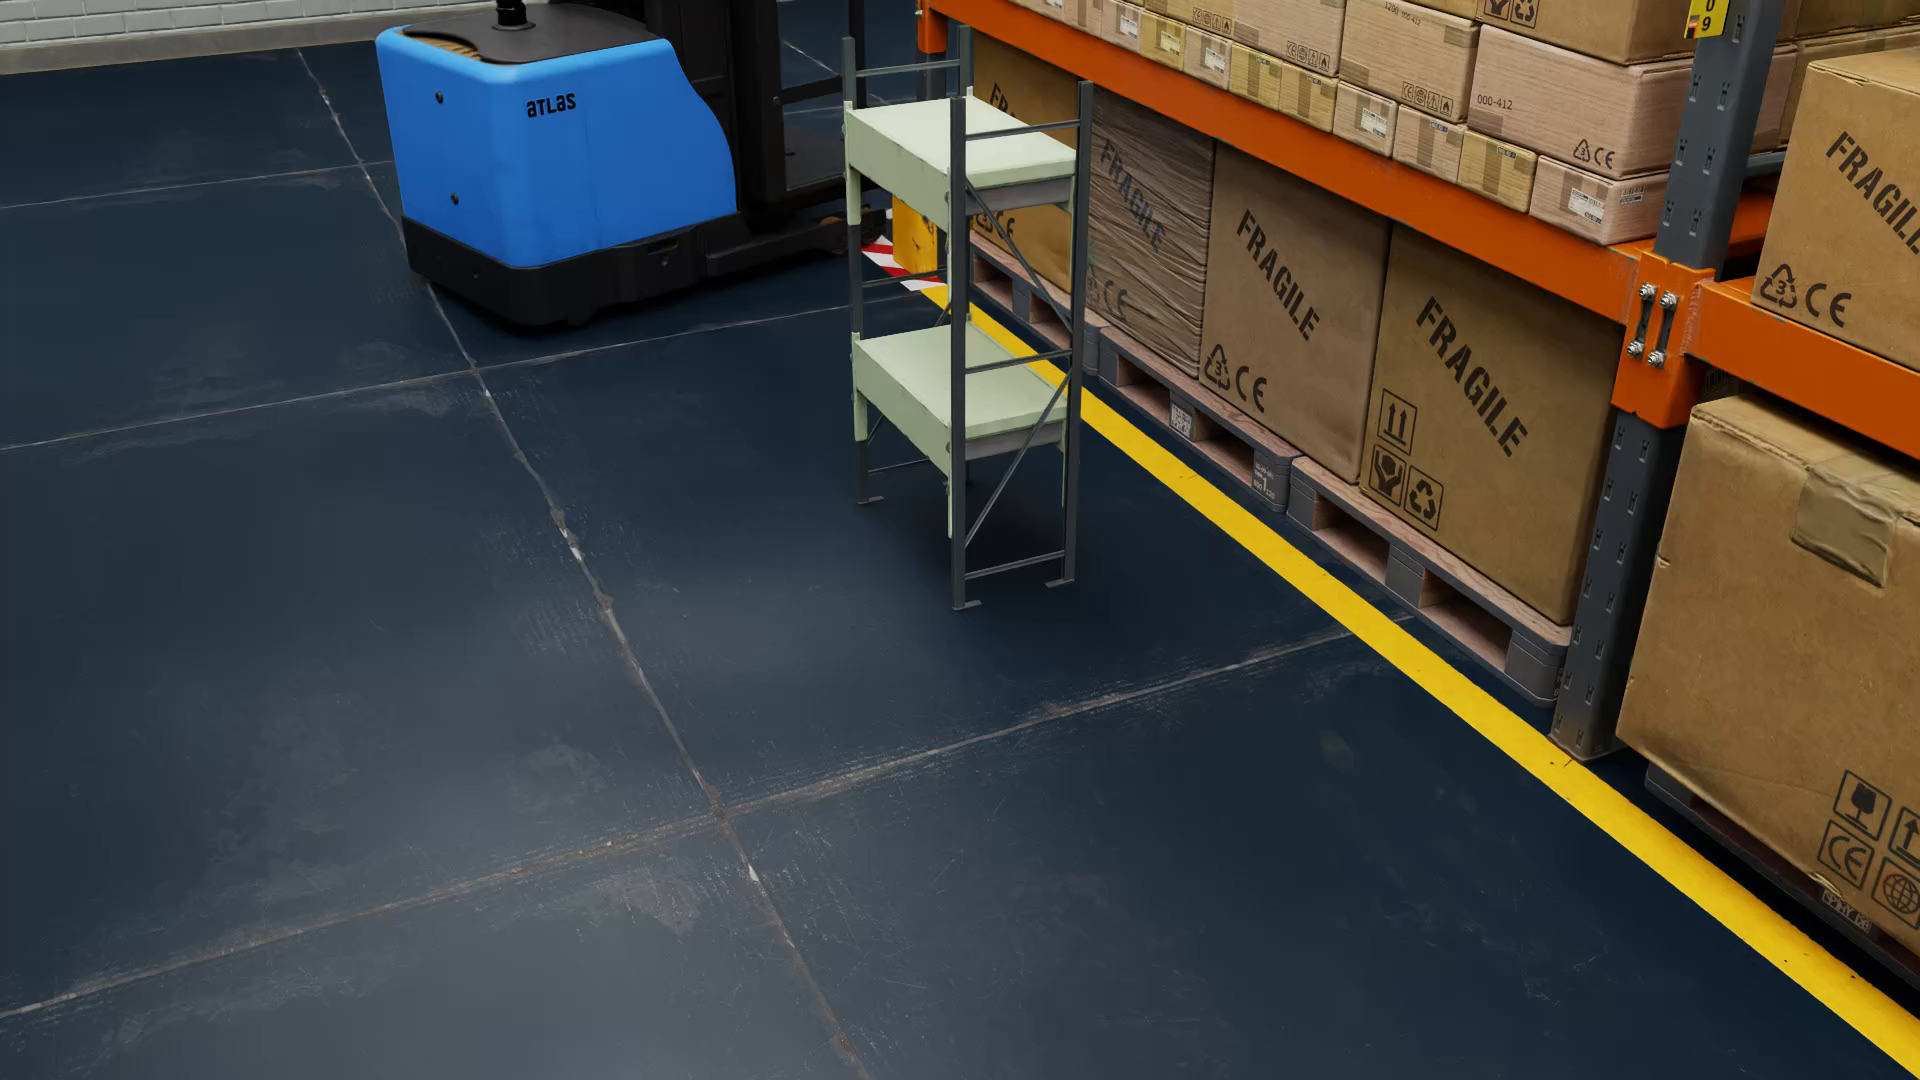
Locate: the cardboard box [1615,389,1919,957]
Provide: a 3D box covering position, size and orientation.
[{"bbox_3d":[2.298,0.155,3.649,1.225,0.875,0.875,-13,32,-22],"label":"cardboard box"}]

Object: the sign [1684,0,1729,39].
[{"bbox_3d":[1.504,-1.162,3.289,0.100,0.325,0.005,-13,32,-22],"label":"sign"}]

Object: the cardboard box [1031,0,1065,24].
[{"bbox_3d":[0.477,-1.957,5.930,0.380,0.149,0.250,-14,32,-23],"label":"cardboard box"}]

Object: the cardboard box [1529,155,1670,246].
[{"bbox_3d":[1.578,-0.823,3.908,0.380,0.149,0.250,-13,32,-22],"label":"cardboard box"}]

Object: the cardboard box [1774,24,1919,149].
[{"bbox_3d":[2.040,-1.193,4.161,0.500,0.250,0.500,-14,32,-23],"label":"cardboard box"}]

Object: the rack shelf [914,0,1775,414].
[{"bbox_3d":[1.146,-1.436,5.480,1.077,0.370,4.000,-13,32,-22],"label":"rack shelf"}]

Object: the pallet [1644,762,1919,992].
[{"bbox_3d":[2.404,0.675,3.831,1.003,0.211,1.213,-13,32,-22],"label":"pallet"}]

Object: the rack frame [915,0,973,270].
[{"bbox_3d":[0.288,-2.634,6.880,1.000,3.000,0.127,-13,32,-22],"label":"rack frame"}]

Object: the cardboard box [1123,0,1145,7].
[{"bbox_3d":[0.692,-1.978,5.560,0.500,0.250,0.500,-14,32,-24],"label":"cardboard box"}]

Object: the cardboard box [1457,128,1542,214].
[{"bbox_3d":[1.467,-0.937,4.111,0.380,0.149,0.250,-12,32,-21],"label":"cardboard box"}]

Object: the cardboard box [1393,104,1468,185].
[{"bbox_3d":[1.358,-1.050,4.313,0.380,0.149,0.250,-14,32,-23],"label":"cardboard box"}]

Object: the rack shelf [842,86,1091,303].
[{"bbox_3d":[0.003,-0.992,4.687,0.431,0.370,0.720,-13,32,-22],"label":"rack shelf"}]

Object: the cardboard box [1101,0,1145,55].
[{"bbox_3d":[0.696,-1.730,5.526,0.380,0.149,0.250,-13,32,-23],"label":"cardboard box"}]

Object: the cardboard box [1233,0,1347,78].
[{"bbox_3d":[1.135,-1.524,4.751,0.500,0.250,0.500,-12,32,-21],"label":"cardboard box"}]

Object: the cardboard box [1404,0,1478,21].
[{"bbox_3d":[1.355,-1.627,4.167,0.500,0.500,0.500,-13,32,-21],"label":"cardboard box"}]

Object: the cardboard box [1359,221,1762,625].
[{"bbox_3d":[1.794,-0.431,4.695,0.875,0.875,0.875,-13,32,-22],"label":"cardboard box"}]

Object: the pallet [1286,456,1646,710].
[{"bbox_3d":[1.749,-0.003,5.039,1.003,0.211,1.213,-13,32,-22],"label":"pallet"}]

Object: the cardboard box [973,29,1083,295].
[{"bbox_3d":[0.635,-1.624,6.822,0.875,0.875,0.875,-13,32,-22],"label":"cardboard box"}]

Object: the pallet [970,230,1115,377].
[{"bbox_3d":[0.702,-1.080,6.961,1.003,0.211,1.213,-13,32,-22],"label":"pallet"}]

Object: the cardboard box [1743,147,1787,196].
[{"bbox_3d":[2.178,-0.958,4.148,0.380,0.149,0.250,-13,32,-22],"label":"cardboard box"}]

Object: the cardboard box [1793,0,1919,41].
[{"bbox_3d":[2.030,-1.523,3.982,0.500,0.500,0.500,-13,32,-22],"label":"cardboard box"}]

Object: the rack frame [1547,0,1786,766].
[{"bbox_3d":[2.005,-0.867,3.729,1.000,3.000,0.127,-13,32,-22],"label":"rack frame"}]

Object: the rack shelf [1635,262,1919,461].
[{"bbox_3d":[2.864,0.331,2.329,1.077,0.370,4.000,-13,32,-22],"label":"rack shelf"}]

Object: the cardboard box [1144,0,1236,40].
[{"bbox_3d":[0.920,-1.749,5.151,0.500,0.250,0.500,-14,32,-23],"label":"cardboard box"}]

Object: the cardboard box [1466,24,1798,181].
[{"bbox_3d":[1.578,-1.071,3.942,0.500,0.250,0.500,-14,32,-23],"label":"cardboard box"}]

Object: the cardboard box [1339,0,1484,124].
[{"bbox_3d":[1.354,-1.299,4.349,0.500,0.250,0.500,-12,31,-20],"label":"cardboard box"}]

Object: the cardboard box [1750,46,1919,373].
[{"bbox_3d":[1.977,-0.655,3.248,0.500,0.500,0.500,-13,32,-22],"label":"cardboard box"}]

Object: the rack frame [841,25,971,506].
[{"bbox_3d":[-0.154,-0.813,5.166,0.400,1.500,0.023,-13,32,-22],"label":"rack frame"}]

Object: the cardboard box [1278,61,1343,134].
[{"bbox_3d":[1.136,-1.277,4.718,0.380,0.149,0.250,-12,32,-21],"label":"cardboard box"}]

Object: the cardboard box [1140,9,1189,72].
[{"bbox_3d":[0.804,-1.619,5.327,0.380,0.149,0.250,-14,32,-23],"label":"cardboard box"}]

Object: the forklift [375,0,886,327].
[{"bbox_3d":[-0.982,-2.744,7.146,3.031,2.935,1.130,-25,38,-37],"label":"forklift"}]

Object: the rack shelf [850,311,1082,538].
[{"bbox_3d":[0.003,-0.367,5.037,0.431,0.370,0.720,-13,32,-22],"label":"rack shelf"}]

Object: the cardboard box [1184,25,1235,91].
[{"bbox_3d":[0.918,-1.503,5.121,0.380,0.149,0.250,-13,32,-21],"label":"cardboard box"}]

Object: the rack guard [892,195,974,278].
[{"bbox_3d":[0.278,-1.554,7.510,1.175,0.500,0.348,-13,32,-22],"label":"rack guard"}]

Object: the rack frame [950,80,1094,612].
[{"bbox_3d":[0.160,-0.490,4.590,0.400,1.500,0.023,-13,32,-22],"label":"rack frame"}]

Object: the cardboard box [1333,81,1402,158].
[{"bbox_3d":[1.247,-1.164,4.515,0.380,0.149,0.250,-12,32,-21],"label":"cardboard box"}]

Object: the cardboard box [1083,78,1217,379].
[{"bbox_3d":[1.026,-1.222,6.106,0.875,0.875,0.875,-13,32,-22],"label":"cardboard box"}]

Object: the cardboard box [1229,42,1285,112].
[{"bbox_3d":[1.026,-1.391,4.920,0.380,0.149,0.250,-14,32,-23],"label":"cardboard box"}]

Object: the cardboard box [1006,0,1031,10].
[{"bbox_3d":[0.364,-2.072,6.135,0.380,0.149,0.250,-14,32,-23],"label":"cardboard box"}]

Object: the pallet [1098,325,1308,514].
[{"bbox_3d":[1.222,-0.542,6.001,1.003,0.211,1.213,-13,32,-22],"label":"pallet"}]

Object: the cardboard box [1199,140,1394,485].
[{"bbox_3d":[1.408,-0.829,5.404,0.875,0.875,0.875,-13,32,-22],"label":"cardboard box"}]

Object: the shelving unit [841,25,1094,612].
[{"bbox_3d":[0.003,-0.651,4.878,0.431,1.500,0.755,-13,32,-22],"label":"shelving unit"}]

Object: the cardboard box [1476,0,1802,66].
[{"bbox_3d":[1.566,-1.405,3.771,0.500,0.500,0.500,-12,31,-21],"label":"cardboard box"}]

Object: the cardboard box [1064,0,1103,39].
[{"bbox_3d":[0.585,-1.844,5.729,0.380,0.149,0.250,-14,32,-23],"label":"cardboard box"}]
